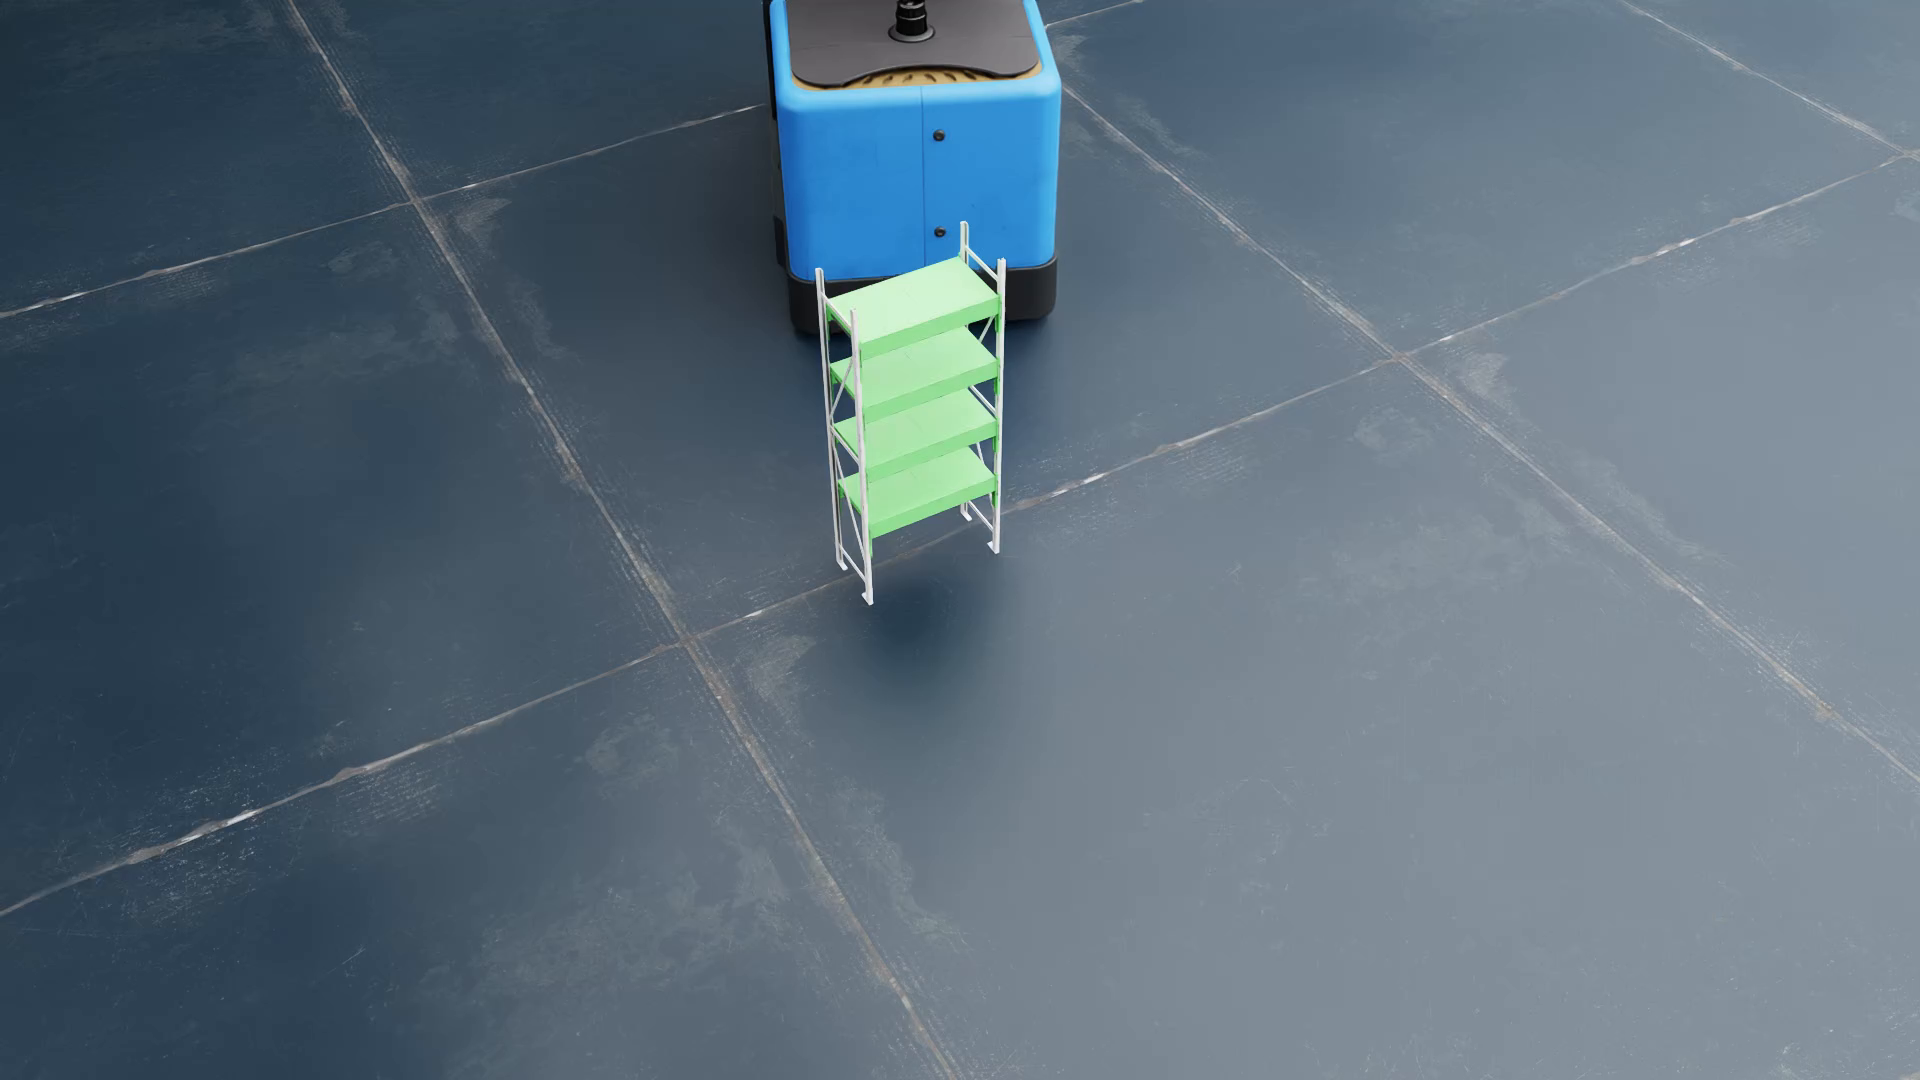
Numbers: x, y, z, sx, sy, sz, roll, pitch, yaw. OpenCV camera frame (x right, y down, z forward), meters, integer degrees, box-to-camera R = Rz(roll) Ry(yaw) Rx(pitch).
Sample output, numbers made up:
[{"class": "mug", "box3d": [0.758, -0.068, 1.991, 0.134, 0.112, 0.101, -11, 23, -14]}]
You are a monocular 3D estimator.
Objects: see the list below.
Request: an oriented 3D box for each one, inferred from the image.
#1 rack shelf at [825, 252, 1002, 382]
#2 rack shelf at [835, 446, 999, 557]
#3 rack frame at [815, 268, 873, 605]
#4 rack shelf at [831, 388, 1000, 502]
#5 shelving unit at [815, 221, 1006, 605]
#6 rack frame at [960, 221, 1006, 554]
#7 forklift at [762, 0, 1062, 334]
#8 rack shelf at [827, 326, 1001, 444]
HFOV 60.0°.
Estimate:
[{"class": "rack shelf", "box3d": [-0.144, -0.672, 4.983, 0.480, 0.148, 0.258, -22, 48, -21]}, {"class": "rack shelf", "box3d": [-0.144, -0.155, 5.485, 0.480, 0.148, 0.258, -22, 48, -21]}, {"class": "rack frame", "box3d": [-0.355, -0.288, 5.186, 0.015, 1.200, 0.240, -22, 48, -21]}, {"class": "rack shelf", "box3d": [-0.144, -0.327, 5.317, 0.480, 0.148, 0.258, -22, 48, -21]}, {"class": "shelving unit", "box3d": [-0.144, -0.373, 5.273, 0.503, 1.200, 0.258, -22, 48, -21]}, {"class": "rack frame", "box3d": [0.068, -0.458, 5.360, 0.015, 1.200, 0.240, -22, 48, -21]}, {"class": "forklift", "box3d": [-0.304, -2.883, 6.616, 1.130, 2.935, 3.031, -5, 44, -5]}, {"class": "rack shelf", "box3d": [-0.144, -0.500, 5.150, 0.480, 0.148, 0.258, -22, 48, -21]}]
